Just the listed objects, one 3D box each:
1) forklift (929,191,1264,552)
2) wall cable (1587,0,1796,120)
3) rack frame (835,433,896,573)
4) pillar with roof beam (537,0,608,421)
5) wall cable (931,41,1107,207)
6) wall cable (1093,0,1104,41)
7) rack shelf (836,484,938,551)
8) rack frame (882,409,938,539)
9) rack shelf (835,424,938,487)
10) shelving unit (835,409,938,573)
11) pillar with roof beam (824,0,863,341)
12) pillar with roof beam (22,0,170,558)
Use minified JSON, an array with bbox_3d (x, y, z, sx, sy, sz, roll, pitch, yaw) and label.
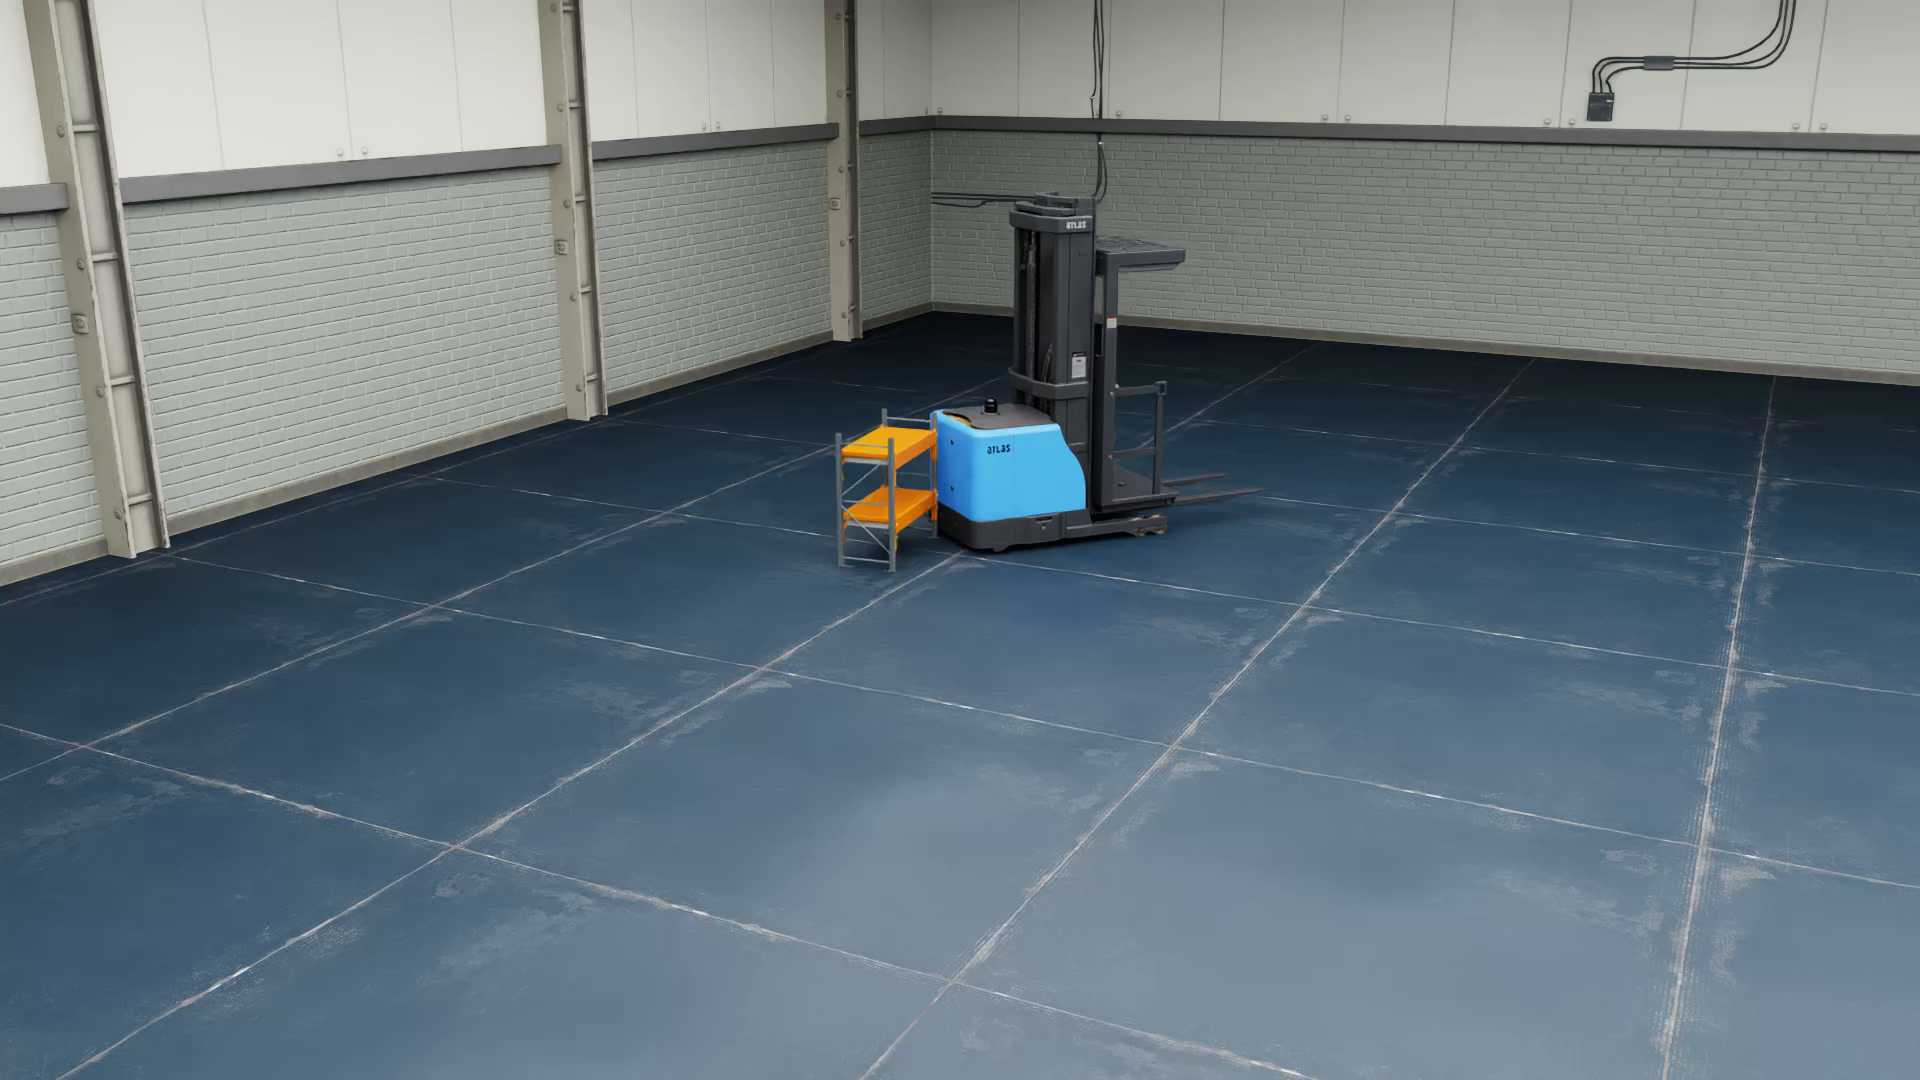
[{"bbox_3d":[1.282,-1.563,14.640,3.031,2.935,1.130,-7,18,-23],"label":"forklift"},{"bbox_3d":[9.319,-8.284,20.638,2.305,6.003,0.169,8,18,25],"label":"wall cable"},{"bbox_3d":[-0.769,-0.300,13.557,0.500,1.125,0.032,6,17,18],"label":"rack frame"},{"bbox_3d":[-0.496,-5.208,16.253,9.100,9.000,0.400,8,18,25],"label":"pillar with roof beam"},{"bbox_3d":[0.833,-6.377,25.645,3.097,2.526,0.112,8,18,25],"label":"wall cable"},{"bbox_3d":[3.254,-8.454,23.767,3.097,2.526,0.112,8,18,25],"label":"wall cable"},{"bbox_3d":[-0.603,-0.202,14.088,0.538,0.278,1.000,6,17,18],"label":"rack shelf"},{"bbox_3d":[-0.437,-0.573,14.479,0.500,1.125,0.032,6,17,18],"label":"rack frame"},{"bbox_3d":[-0.603,-0.717,13.935,0.538,0.278,1.000,6,17,18],"label":"rack shelf"},{"bbox_3d":[-0.603,-0.436,14.018,0.538,1.125,1.048,6,17,18],"label":"shelving unit"},{"bbox_3d":[2.185,-6.736,21.399,9.100,9.000,0.400,8,18,25],"label":"pillar with roof beam"},{"bbox_3d":[-3.177,-3.679,11.108,9.100,9.000,0.400,8,18,25],"label":"pillar with roof beam"}]
